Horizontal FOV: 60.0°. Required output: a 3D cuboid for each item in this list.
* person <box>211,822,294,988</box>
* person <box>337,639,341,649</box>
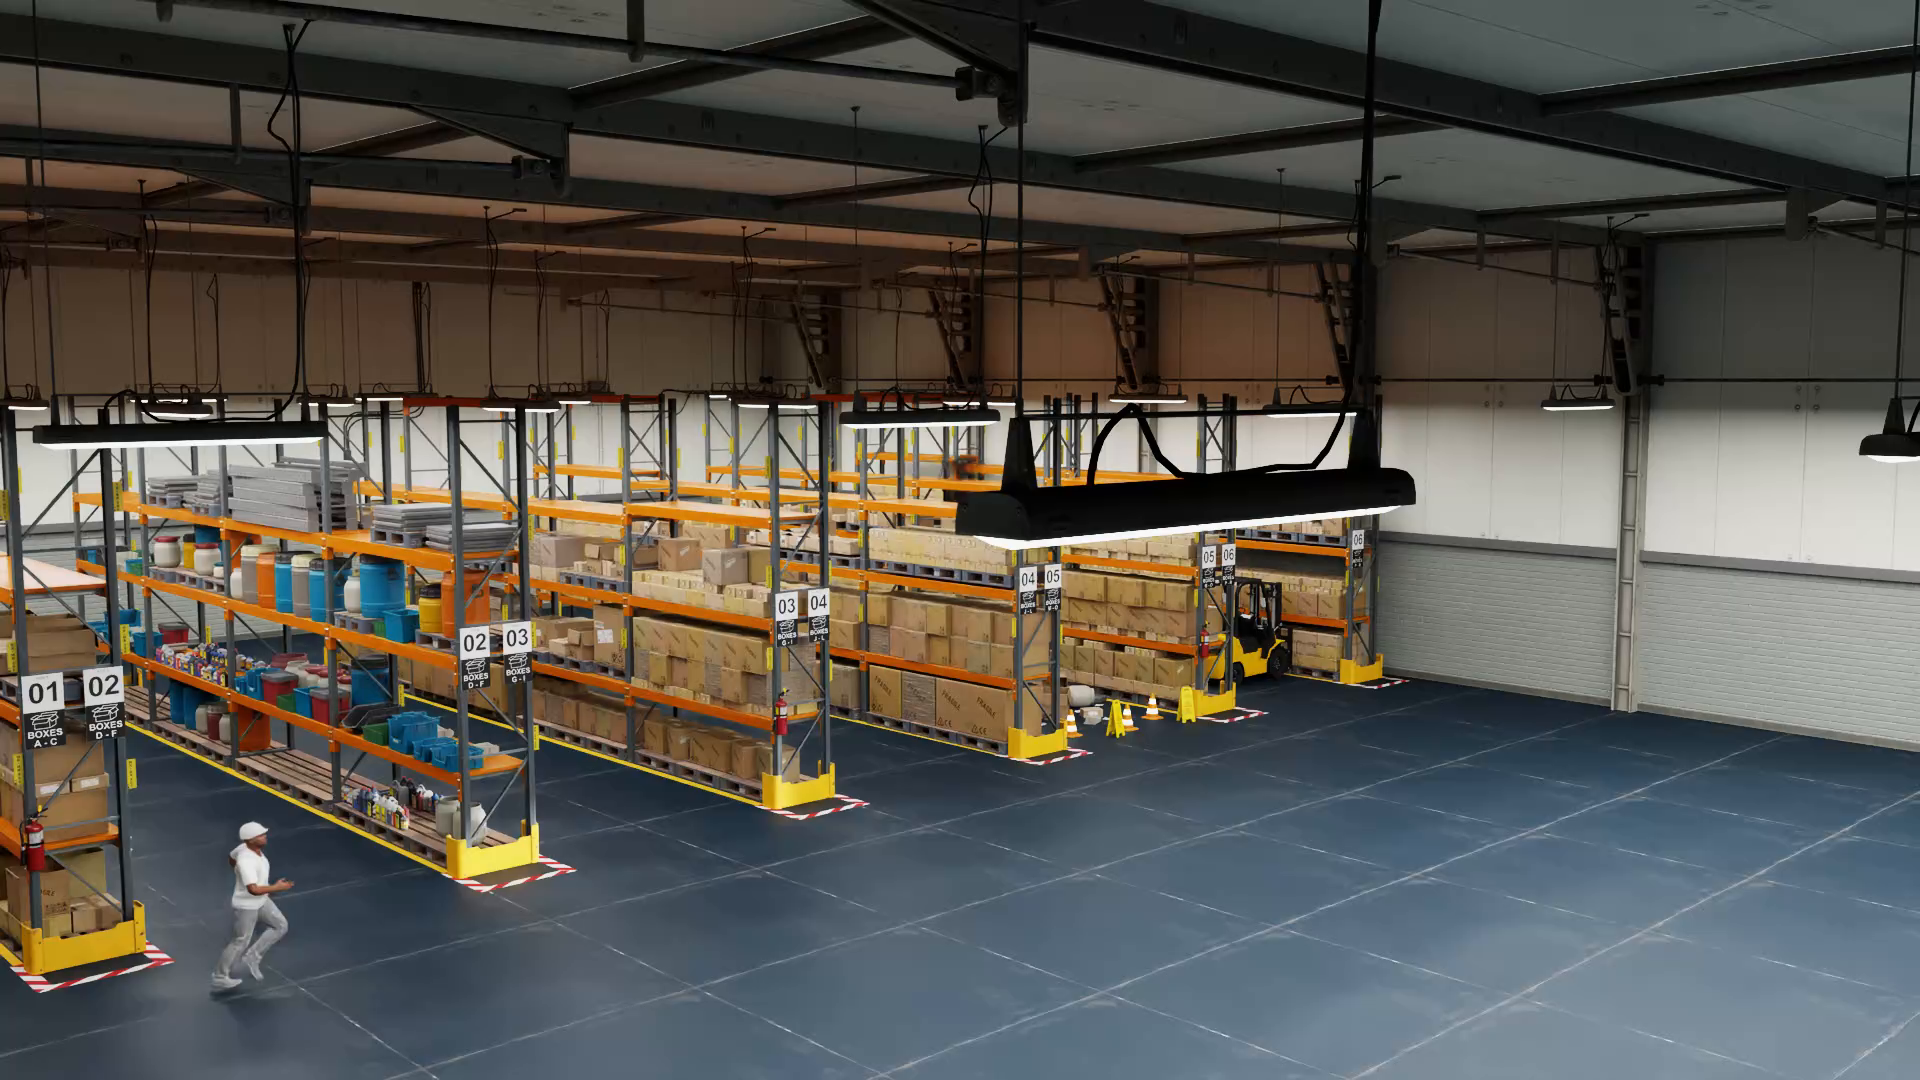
[{"bbox_3d":[-7.361,3.773,17.326,0.840,1.721,0.698,-1,6,-8],"label":"person"},{"bbox_3d":[-14.282,1.799,38.810,0.867,1.587,0.683,5,7,41],"label":"person"}]
